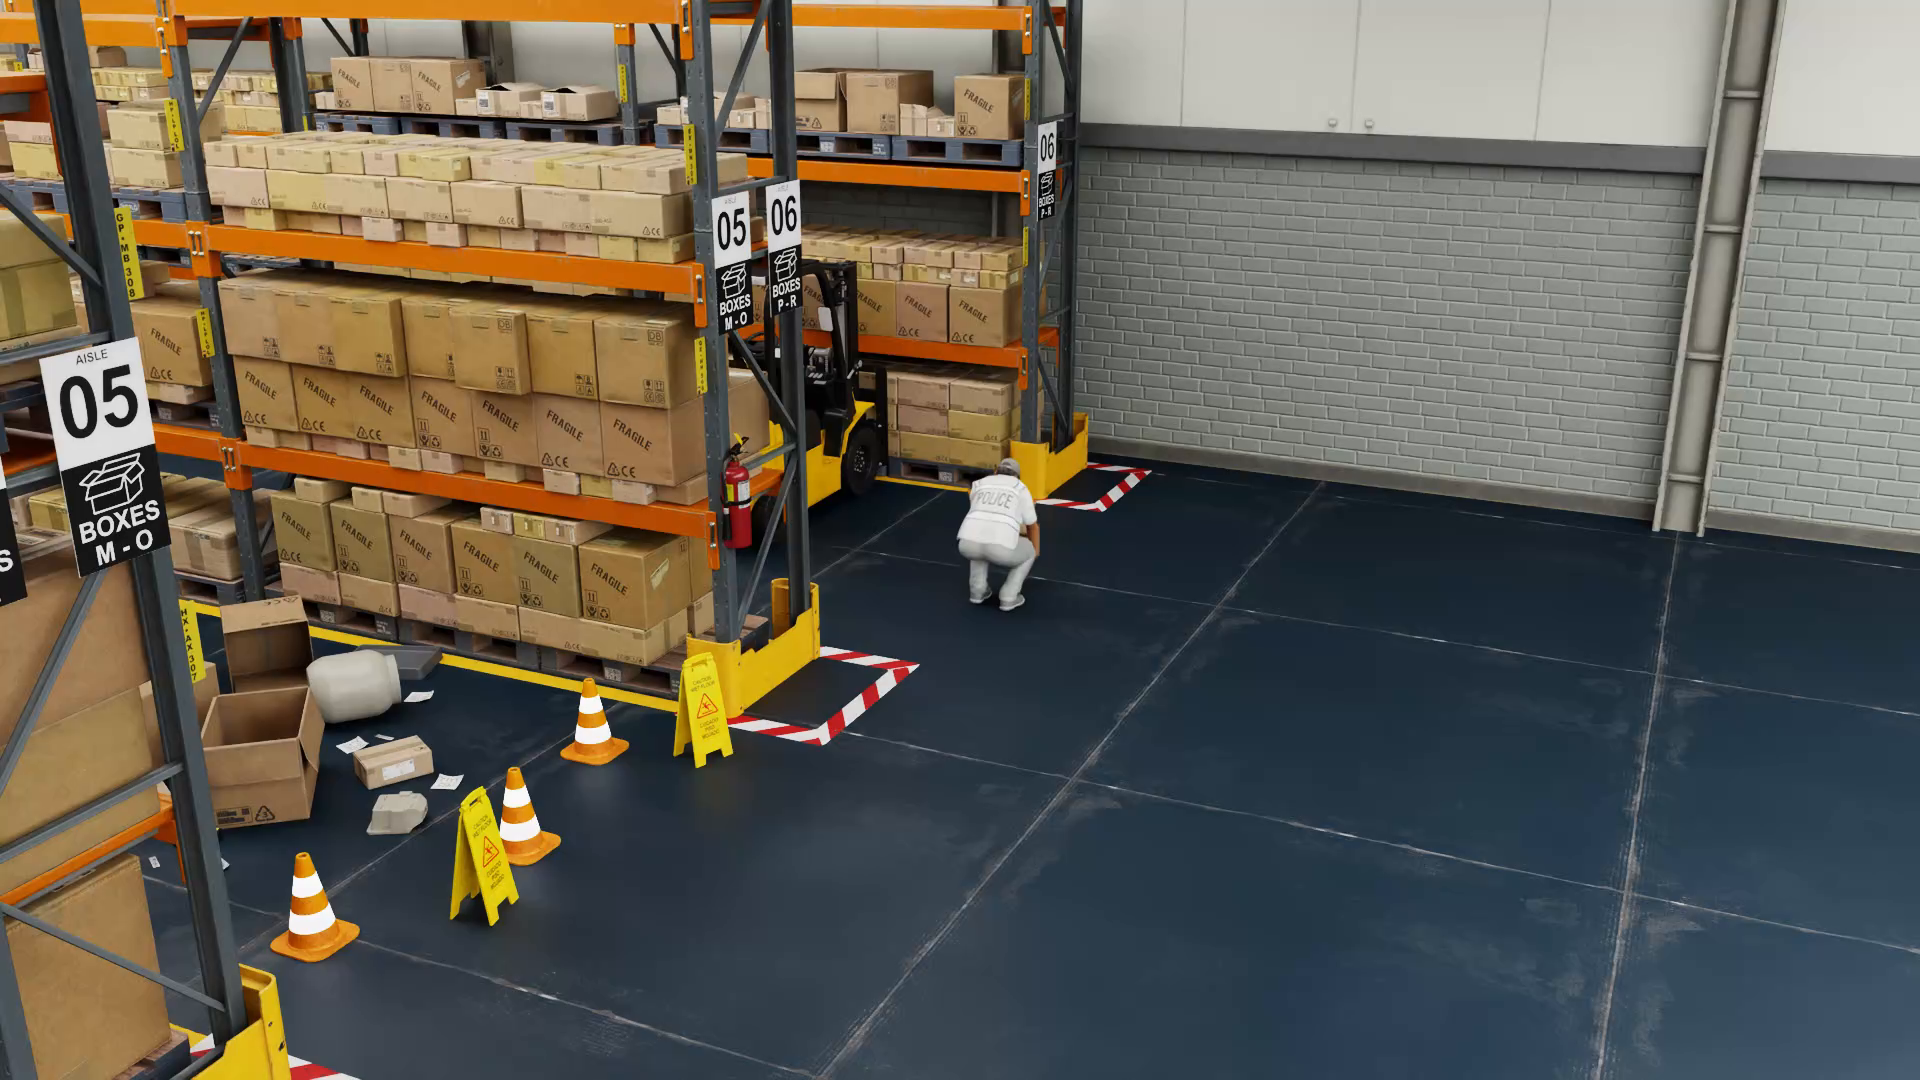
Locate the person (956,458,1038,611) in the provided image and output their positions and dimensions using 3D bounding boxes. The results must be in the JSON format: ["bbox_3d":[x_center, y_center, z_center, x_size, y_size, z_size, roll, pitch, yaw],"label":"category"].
[{"bbox_3d":[0.270,-0.034,12.180,0.528,1.003,0.835,8,21,23],"label":"person"}]
